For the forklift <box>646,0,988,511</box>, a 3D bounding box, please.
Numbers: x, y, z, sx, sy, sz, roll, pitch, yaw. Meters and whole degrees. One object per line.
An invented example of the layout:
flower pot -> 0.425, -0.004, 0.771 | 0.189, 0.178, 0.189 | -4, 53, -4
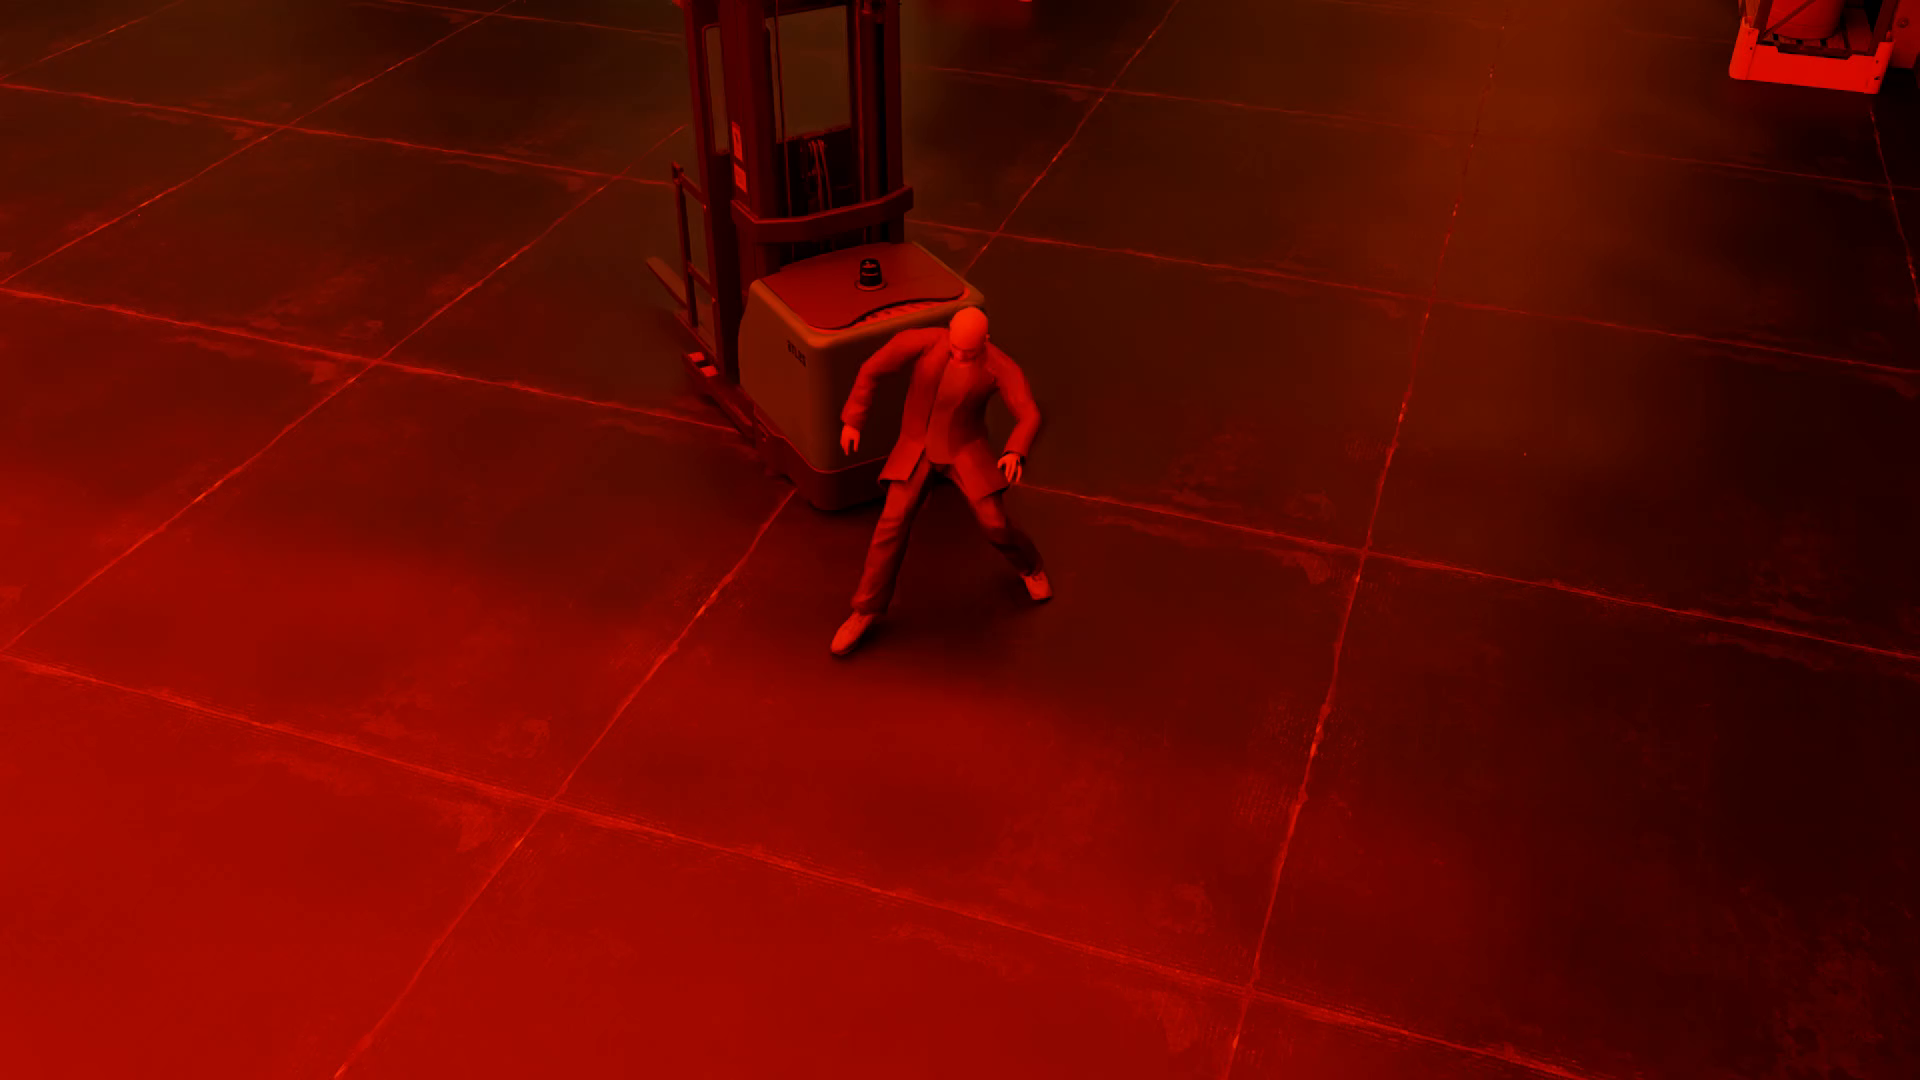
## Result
forklift -> -1.010, -2.179, 9.185 | 1.130, 2.935, 3.031 | -18, 39, -24

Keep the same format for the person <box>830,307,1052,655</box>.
person -> -0.099, -0.284, 7.749 | 1.057, 1.540, 1.005 | 7, 36, 10
